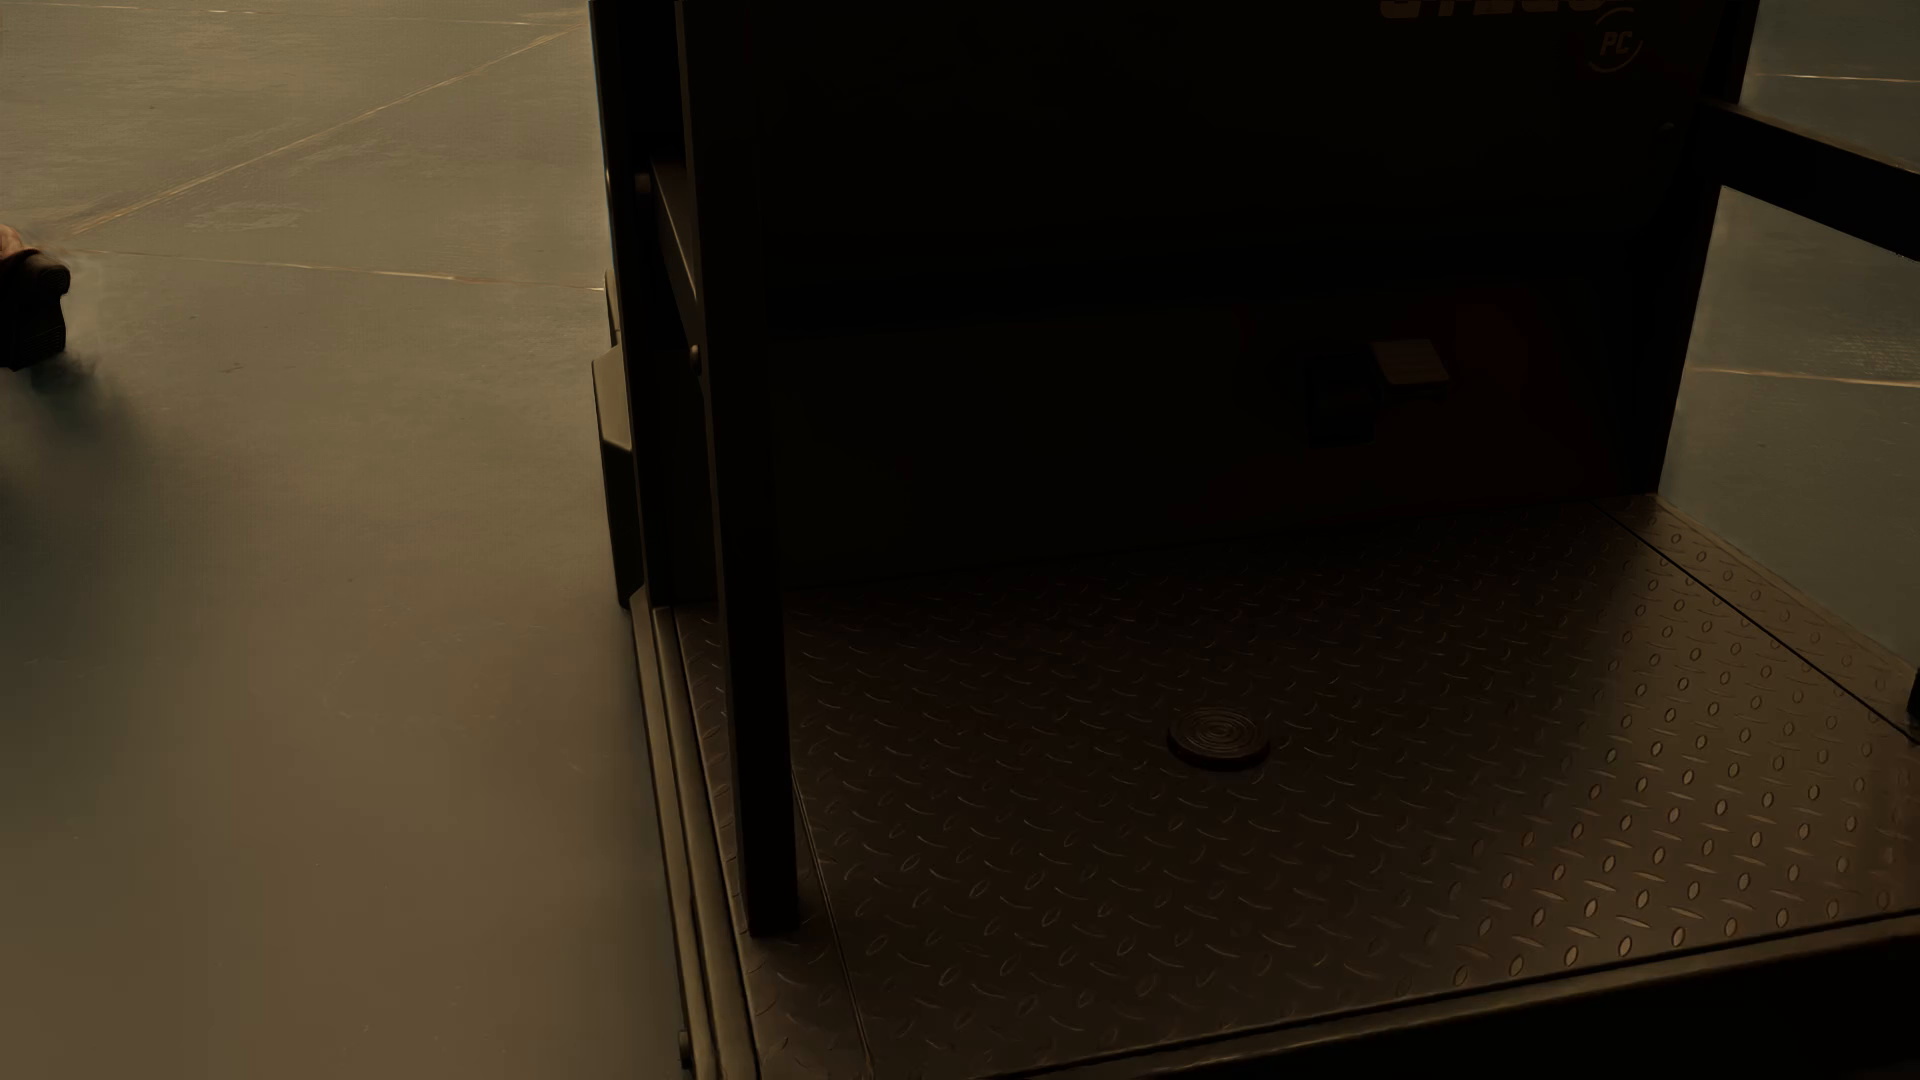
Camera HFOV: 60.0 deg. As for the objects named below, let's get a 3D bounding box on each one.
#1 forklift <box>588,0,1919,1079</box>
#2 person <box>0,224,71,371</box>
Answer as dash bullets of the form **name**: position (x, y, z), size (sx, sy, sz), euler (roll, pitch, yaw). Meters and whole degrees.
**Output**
- **forklift**: position (0.281, -0.893, 1.016), size (1.130, 2.935, 3.031), euler (-6, 27, -12)
- **person**: position (-1.840, -0.853, 2.670), size (0.502, 1.499, 0.967), euler (-5, 27, -11)
